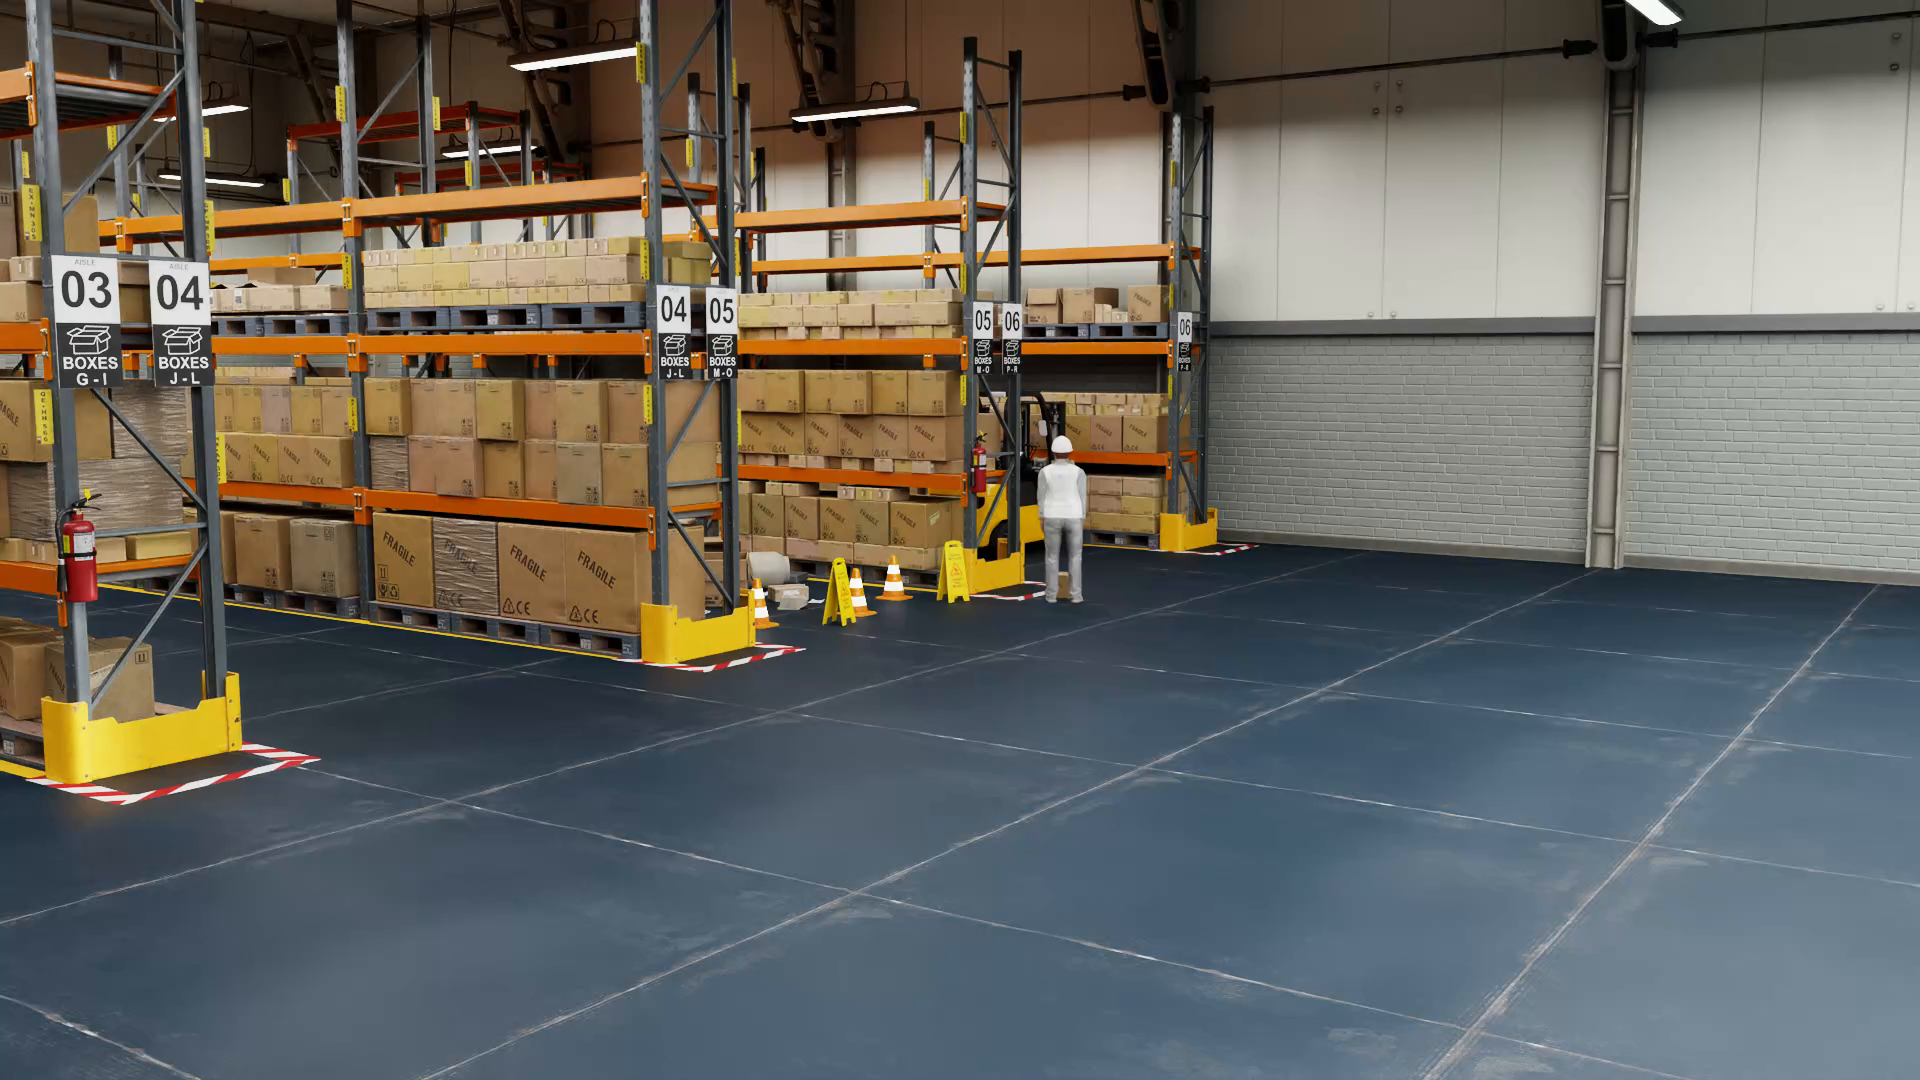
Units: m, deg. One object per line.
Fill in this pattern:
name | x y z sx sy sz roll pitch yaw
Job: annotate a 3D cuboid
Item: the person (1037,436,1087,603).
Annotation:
person | 1.081 -0.219 17.684 0.531 1.774 0.359 1 6 8
